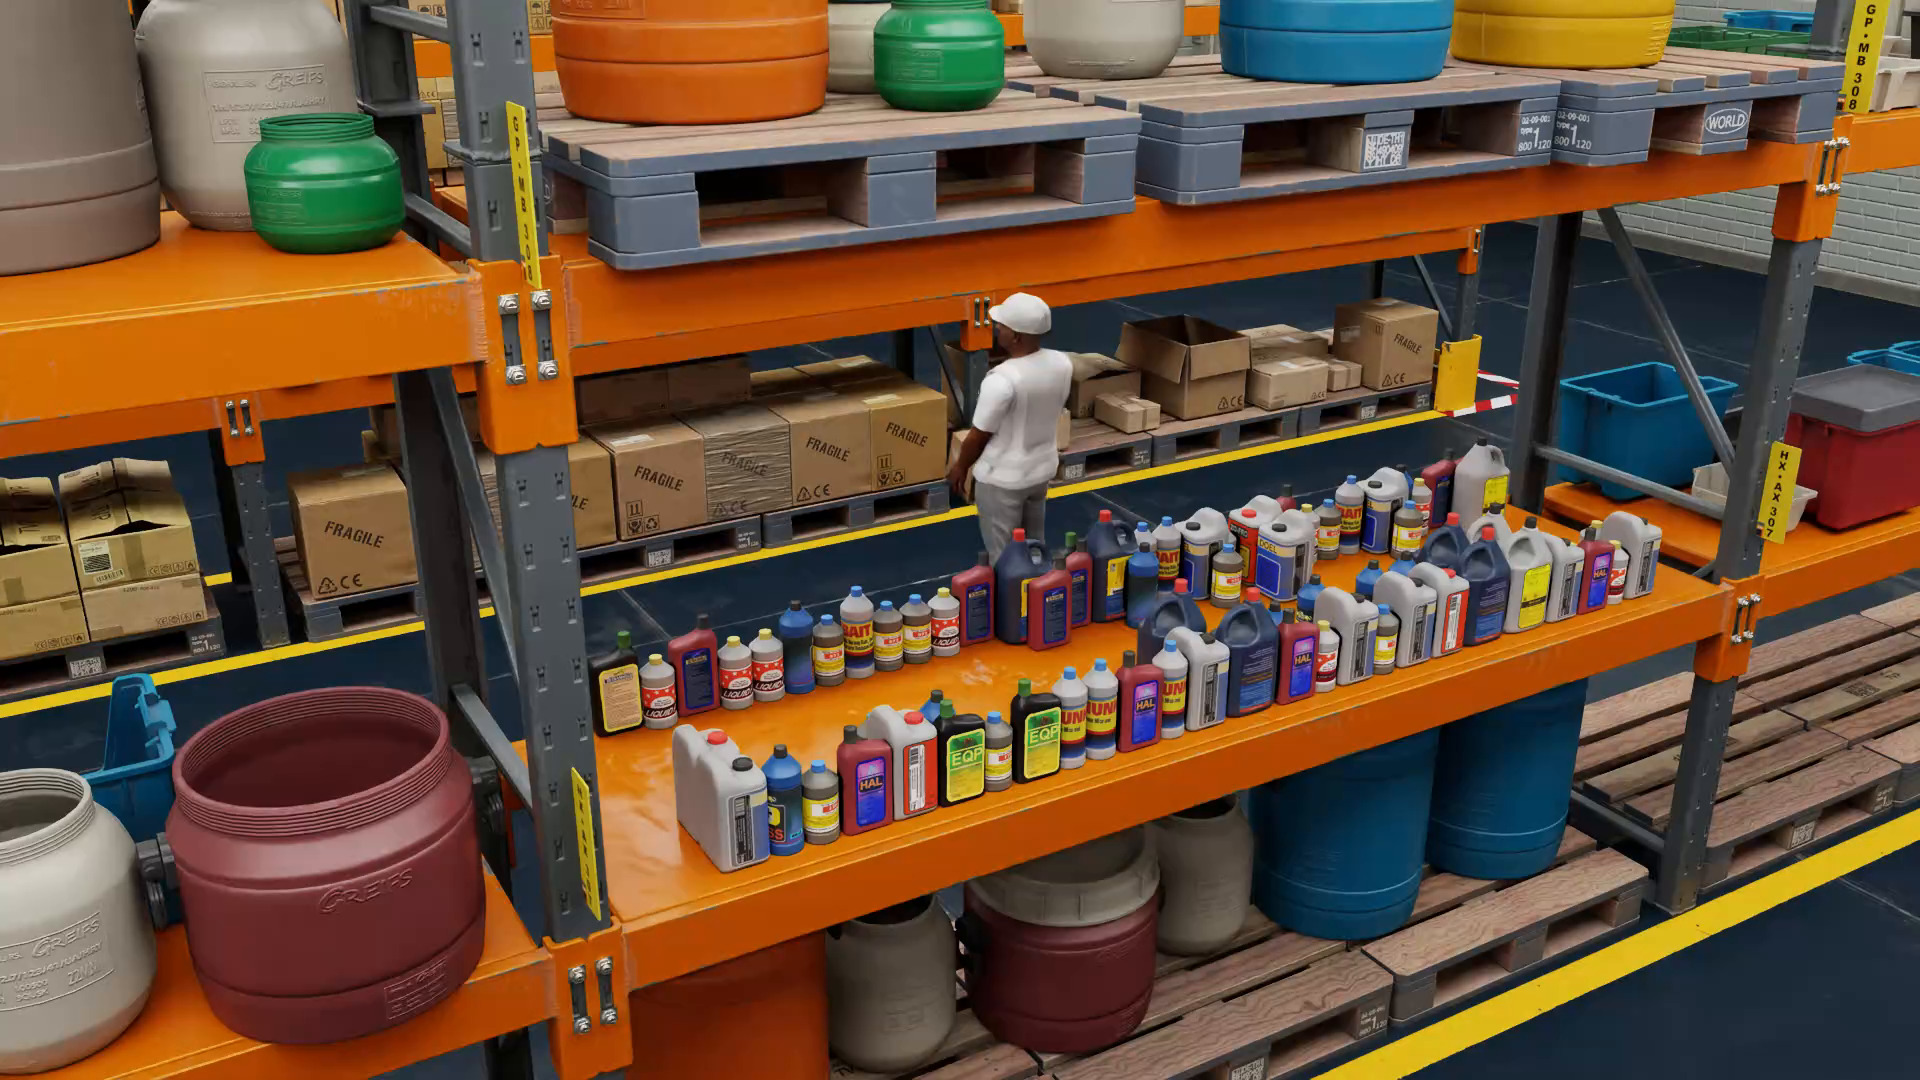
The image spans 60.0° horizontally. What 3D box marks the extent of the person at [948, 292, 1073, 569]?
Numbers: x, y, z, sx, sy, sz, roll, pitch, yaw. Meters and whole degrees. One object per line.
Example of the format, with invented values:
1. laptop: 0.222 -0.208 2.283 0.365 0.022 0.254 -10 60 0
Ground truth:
1. person: 0.230 -0.315 7.829 0.496 1.773 0.583 19 29 40
